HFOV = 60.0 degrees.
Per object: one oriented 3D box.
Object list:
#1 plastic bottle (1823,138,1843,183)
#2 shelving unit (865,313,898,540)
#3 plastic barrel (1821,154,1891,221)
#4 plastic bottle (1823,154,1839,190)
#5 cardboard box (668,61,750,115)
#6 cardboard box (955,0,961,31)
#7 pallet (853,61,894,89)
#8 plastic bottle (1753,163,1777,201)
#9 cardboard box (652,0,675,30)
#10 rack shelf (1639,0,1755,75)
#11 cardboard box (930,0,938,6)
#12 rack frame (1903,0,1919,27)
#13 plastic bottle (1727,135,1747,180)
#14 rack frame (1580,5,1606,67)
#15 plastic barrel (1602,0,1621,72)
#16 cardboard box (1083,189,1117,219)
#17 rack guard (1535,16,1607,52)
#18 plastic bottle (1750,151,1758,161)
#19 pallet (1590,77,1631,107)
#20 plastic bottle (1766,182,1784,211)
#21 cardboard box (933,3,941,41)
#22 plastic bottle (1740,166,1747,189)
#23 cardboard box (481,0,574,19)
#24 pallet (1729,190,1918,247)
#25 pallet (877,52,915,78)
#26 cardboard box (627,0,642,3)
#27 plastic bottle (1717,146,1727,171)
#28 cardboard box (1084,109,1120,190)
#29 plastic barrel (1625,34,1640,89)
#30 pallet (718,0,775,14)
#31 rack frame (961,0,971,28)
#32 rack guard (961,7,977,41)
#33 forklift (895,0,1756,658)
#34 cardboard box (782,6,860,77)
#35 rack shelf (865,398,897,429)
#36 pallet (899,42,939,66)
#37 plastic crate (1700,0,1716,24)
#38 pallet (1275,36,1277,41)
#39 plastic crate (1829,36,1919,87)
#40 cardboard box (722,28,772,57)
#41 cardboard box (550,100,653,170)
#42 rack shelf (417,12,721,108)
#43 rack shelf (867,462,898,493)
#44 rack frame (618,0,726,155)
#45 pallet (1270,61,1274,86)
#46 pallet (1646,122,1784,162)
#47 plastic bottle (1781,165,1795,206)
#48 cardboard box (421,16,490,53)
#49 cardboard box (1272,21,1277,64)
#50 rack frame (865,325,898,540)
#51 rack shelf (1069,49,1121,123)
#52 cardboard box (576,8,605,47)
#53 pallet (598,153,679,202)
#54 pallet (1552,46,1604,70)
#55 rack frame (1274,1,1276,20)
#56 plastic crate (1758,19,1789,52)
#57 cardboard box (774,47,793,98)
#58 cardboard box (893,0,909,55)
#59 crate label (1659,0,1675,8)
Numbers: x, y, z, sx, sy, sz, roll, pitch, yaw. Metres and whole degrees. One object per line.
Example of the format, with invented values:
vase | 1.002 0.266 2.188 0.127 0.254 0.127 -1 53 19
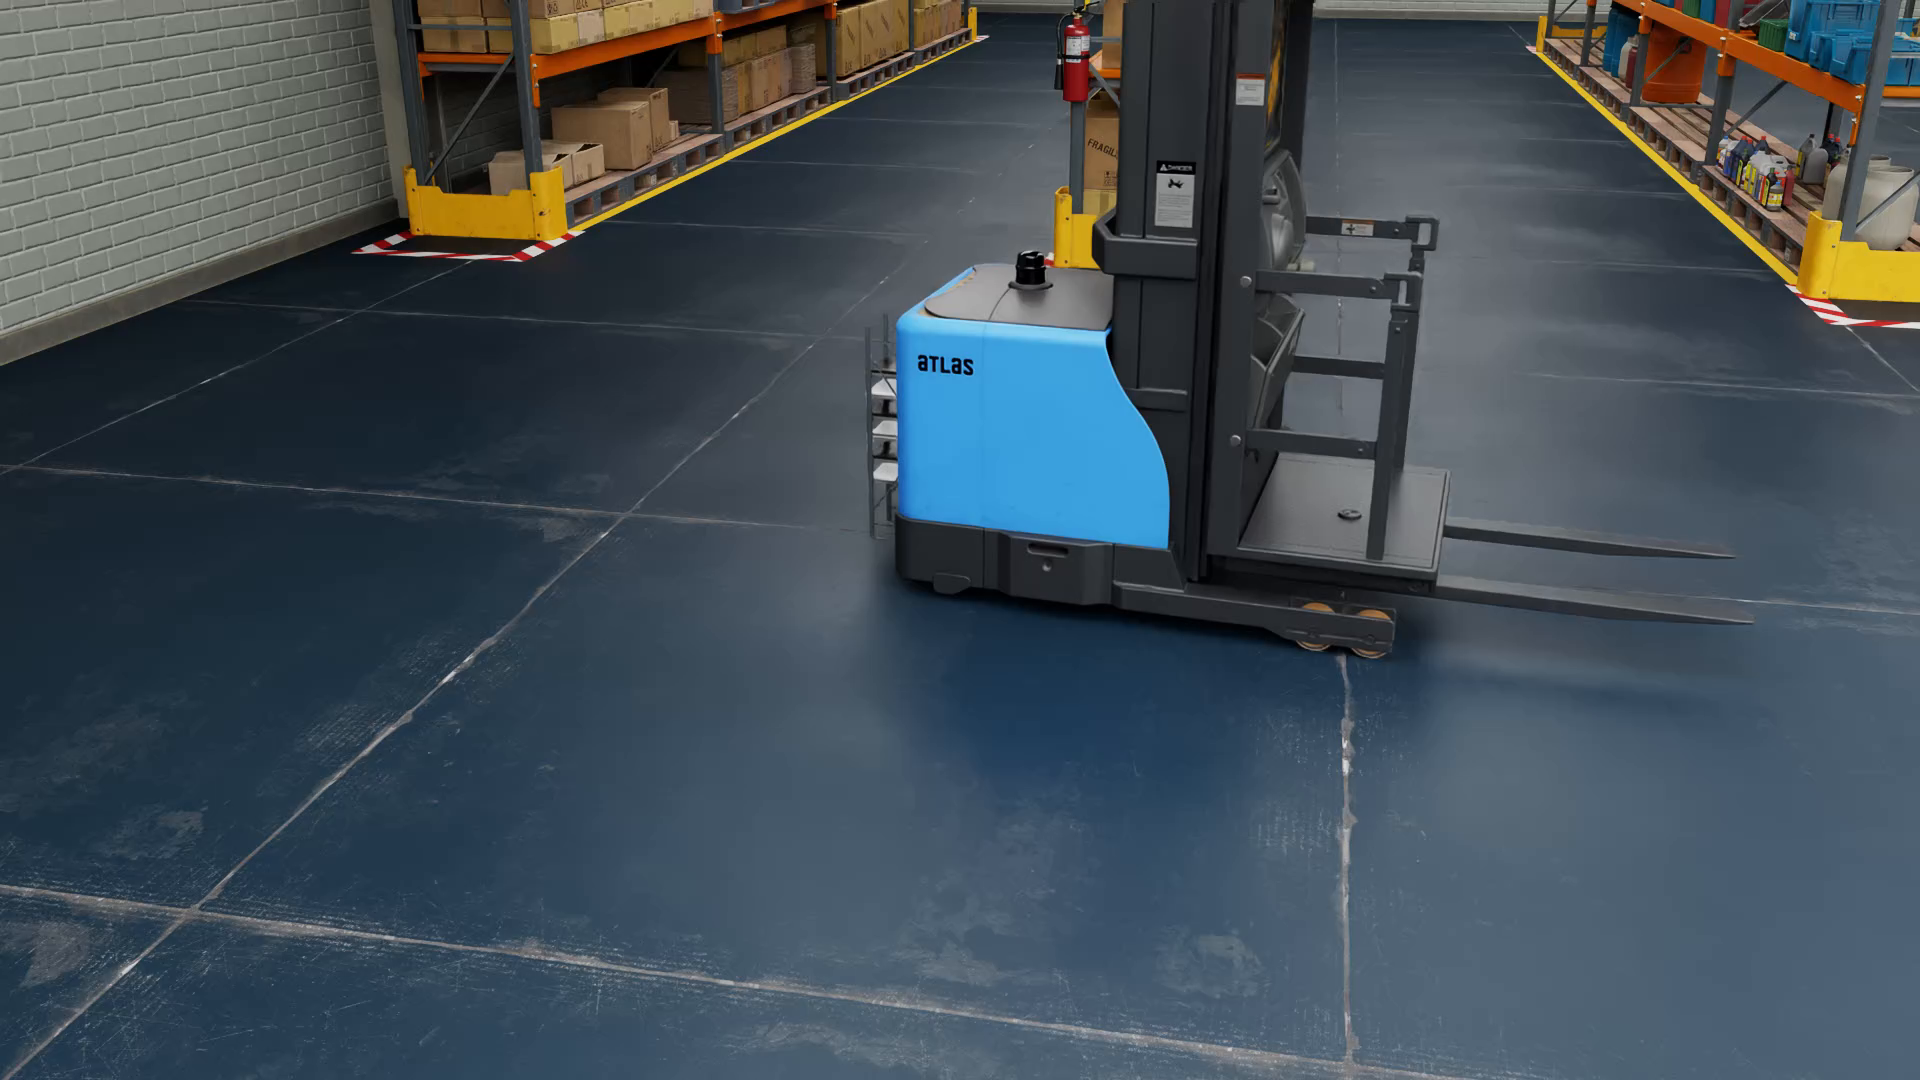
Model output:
plastic bottle | 7.032 -3.051 13.371 0.144 0.351 0.185 3 22 8
shelving unit | -0.228 -0.449 6.763 0.258 0.900 0.210 7 23 17
plastic barrel | 6.266 -2.411 11.593 0.421 0.512 0.421 0 22 0
plastic bottle | 6.860 -2.900 13.086 0.061 0.283 0.133 4 22 11
cardboard box | -2.588 -4.666 17.182 0.700 0.500 0.500 4 22 10
cardboard box | -0.375 -8.319 26.278 0.700 0.500 0.500 4 22 11
pallet | -1.476 -6.055 21.606 1.003 0.211 1.213 4 22 11
plastic bottle | 6.156 -2.727 12.666 0.152 0.276 0.135 4 22 9
cardboard box | -2.776 -4.535 14.273 0.500 0.250 0.500 4 22 11
rack shelf | 7.328 -4.801 15.722 1.077 0.370 4.000 4 22 11
cardboard box | -0.538 -7.988 24.589 0.380 0.149 0.250 4 22 9
rack frame | 14.218 -8.414 23.731 1.000 3.000 0.127 4 22 11
plastic bottle | 6.349 -3.115 13.530 0.144 0.351 0.185 5 22 12
rack frame | 8.553 -7.329 21.036 1.000 3.000 0.127 4 22 11
plastic barrel | 8.425 -6.353 20.859 0.600 0.901 0.708 4 22 11
cardboard box | 1.076 -2.457 12.058 0.500 0.250 0.500 4 22 11
rack guard | 9.361 -7.642 25.160 1.175 0.500 0.348 4 22 11
plastic bottle | 6.317 -2.952 13.233 0.097 0.271 0.097 0 22 0
pallet | 8.108 -5.309 19.753 1.003 0.211 1.213 4 22 11
plastic bottle | 6.050 -2.551 12.330 0.097 0.201 0.097 0 22 0
cardboard box | -0.680 -7.756 24.881 0.700 0.500 0.500 5 22 12
plastic bottle | 6.230 -2.875 13.134 0.097 0.201 0.097 0 22 0
cardboard box | -3.203 -4.135 12.275 0.500 0.500 0.500 4 22 11
pallet | 6.496 -2.420 12.579 1.003 0.211 1.213 4 22 11
pallet | -1.230 -6.503 22.717 1.003 0.211 1.213 4 22 11
cardboard box | -2.887 -4.693 13.661 0.500 0.500 0.500 5 23 13
plastic bottle | 6.405 -3.189 13.913 0.097 0.201 0.097 0 22 0
cardboard box | 1.074 -2.805 11.919 0.500 0.500 0.500 4 22 11
plastic barrel | 8.050 -5.536 19.249 0.600 0.588 0.708 4 22 11
pallet | -2.480 -5.338 16.349 1.003 0.211 1.213 4 22 11
rack frame | -0.330 -9.547 26.544 1.000 3.000 0.127 4 22 11
rack guard | -0.325 -8.396 27.032 1.175 0.500 0.348 4 22 11
forklift | 1.328 -1.168 5.830 3.031 2.935 1.130 7 23 17
cardboard box | -1.684 -6.078 20.245 0.750 0.750 0.750 4 22 10
rack shelf | -0.228 -0.502 6.742 0.258 0.077 0.200 7 23 17
pallet | -0.914 -7.063 24.108 1.003 0.211 1.213 4 22 11
plastic crate | 6.841 -4.823 14.835 0.392 0.384 0.575 4 22 11
pallet | 4.343 -7.558 25.337 1.003 0.211 1.213 4 22 11
plastic crate | 5.913 -3.077 10.678 0.499 0.251 0.616 4 22 11
cardboard box | -2.336 -5.354 17.886 0.500 0.250 0.500 4 22 11
cardboard box | -3.050 -3.459 14.185 0.700 0.500 0.500 3 22 8
rack shelf | -3.186 -4.093 13.965 1.077 0.370 4.000 4 22 11
rack shelf | -0.227 -0.251 6.843 0.258 0.077 0.200 7 23 17
rack frame | -2.778 -5.158 15.647 1.000 3.000 0.127 4 22 11
pallet | 3.575 -6.114 21.752 1.003 0.211 1.213 4 22 11
pallet | 7.289 -3.847 16.124 1.003 0.211 1.213 4 22 11
plastic bottle | 6.232 -2.672 12.519 0.061 0.283 0.133 4 22 11
cardboard box | -3.689 -3.821 12.500 0.500 0.250 0.500 5 22 12
cardboard box | 3.884 -6.550 21.860 0.500 0.500 0.500 4 22 11
rack frame | -0.259 -0.413 6.673 0.240 0.900 0.006 7 23 17
rack shelf | 1.664 -3.717 13.031 1.077 0.370 4.000 4 22 11
cardboard box | -3.092 -3.981 12.896 0.500 0.250 0.500 4 22 9
pallet | -3.128 -3.169 14.440 1.003 0.211 1.213 4 22 11
pallet | 8.911 -6.755 23.343 1.003 0.211 1.213 4 22 11
rack frame | 3.704 -7.708 21.977 1.000 3.000 0.127 4 22 11
plastic crate | 6.367 -3.830 12.632 0.450 0.188 0.662 4 22 11
cardboard box | -2.277 -5.219 18.554 0.700 0.500 0.500 4 22 11
cardboard box | -1.151 -7.034 22.620 0.750 0.750 0.750 5 22 12
crate label | 7.269 -5.540 16.546 0.502 0.435 0.616 4 22 11
